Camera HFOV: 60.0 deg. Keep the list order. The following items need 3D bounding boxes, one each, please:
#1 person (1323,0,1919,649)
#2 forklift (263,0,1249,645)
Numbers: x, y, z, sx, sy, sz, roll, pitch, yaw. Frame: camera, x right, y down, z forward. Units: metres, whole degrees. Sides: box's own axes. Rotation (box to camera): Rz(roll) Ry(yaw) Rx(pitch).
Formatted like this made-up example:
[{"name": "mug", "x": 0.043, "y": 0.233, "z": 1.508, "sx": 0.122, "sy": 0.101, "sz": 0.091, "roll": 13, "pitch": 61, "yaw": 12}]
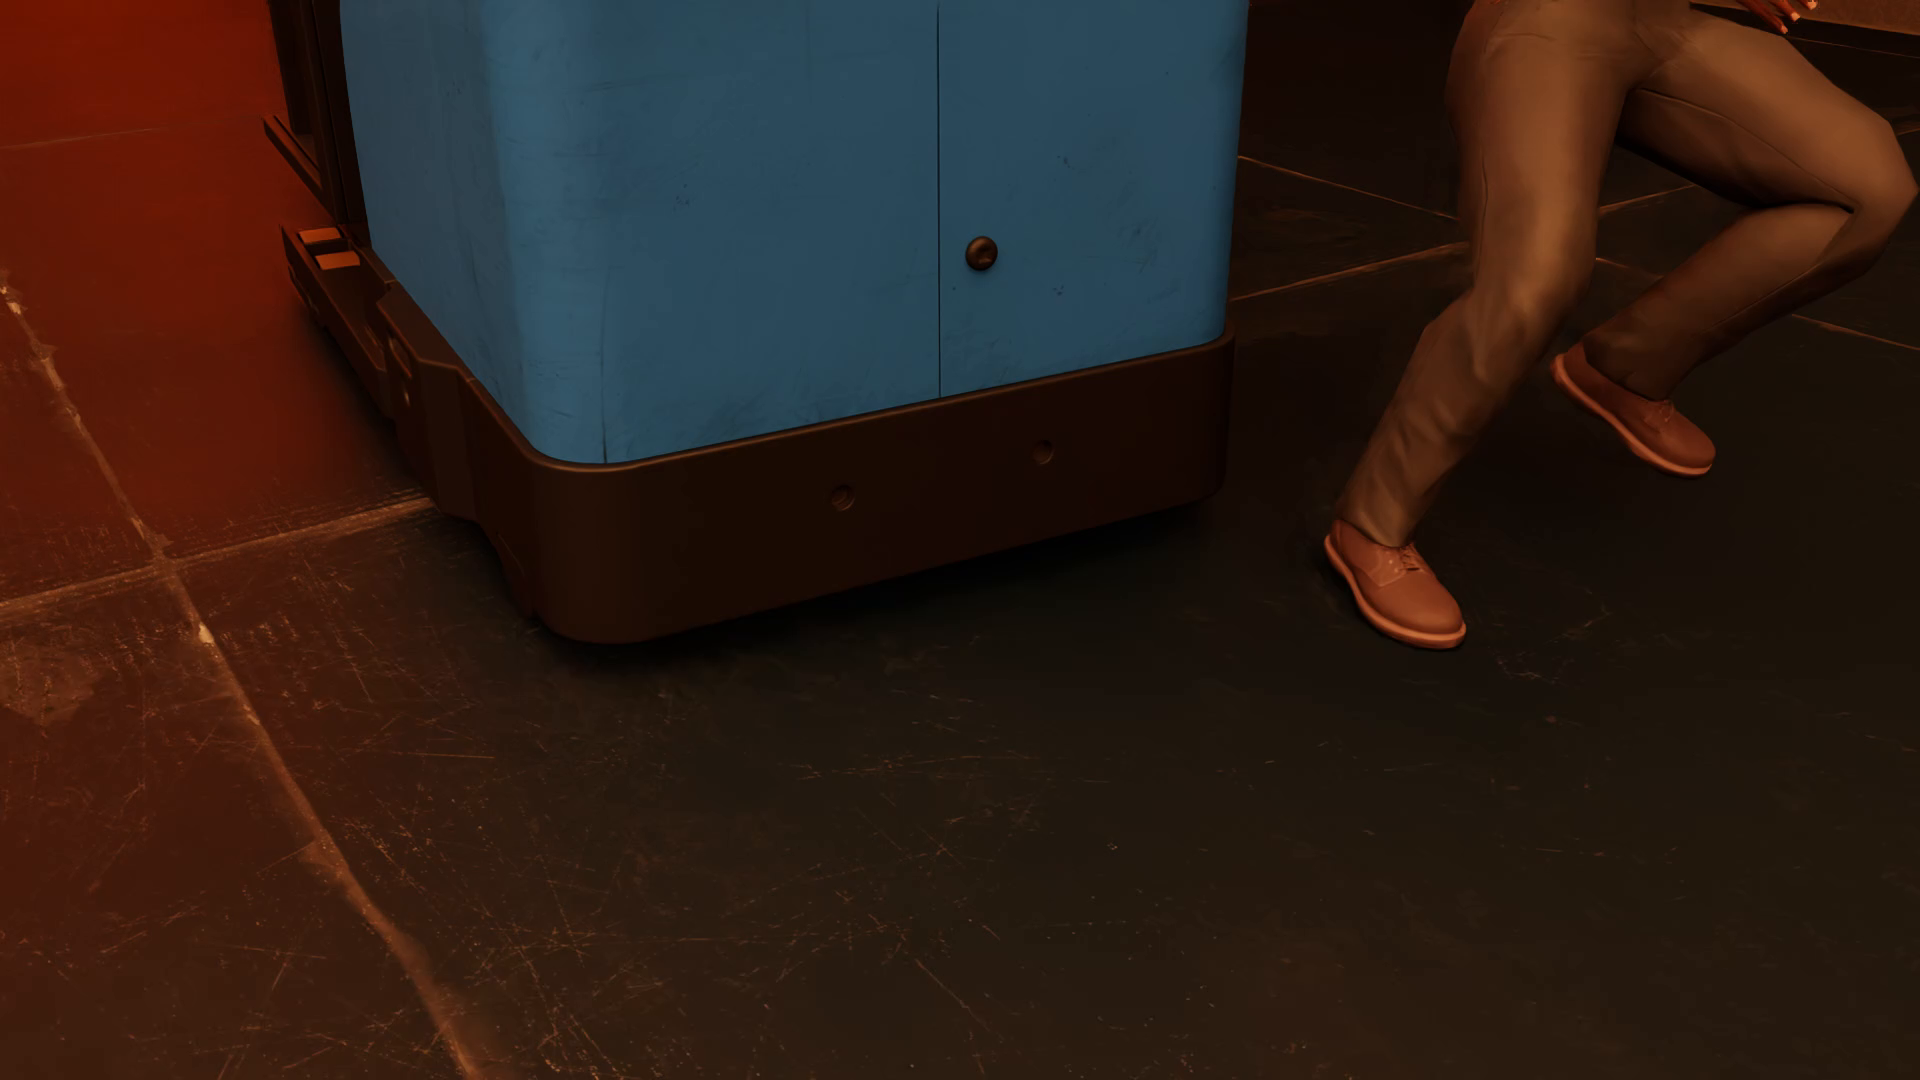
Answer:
[{"name": "person", "x": 0.915, "y": -0.628, "z": 2.146, "sx": 0.842, "sy": 1.444, "sz": 0.718, "roll": -12, "pitch": 29, "yaw": -22}, {"name": "forklift", "x": -0.751, "y": -1.805, "z": 2.830, "sx": 1.130, "sy": 2.935, "sz": 3.031, "roll": -14, "pitch": 30, "yaw": -26}]
